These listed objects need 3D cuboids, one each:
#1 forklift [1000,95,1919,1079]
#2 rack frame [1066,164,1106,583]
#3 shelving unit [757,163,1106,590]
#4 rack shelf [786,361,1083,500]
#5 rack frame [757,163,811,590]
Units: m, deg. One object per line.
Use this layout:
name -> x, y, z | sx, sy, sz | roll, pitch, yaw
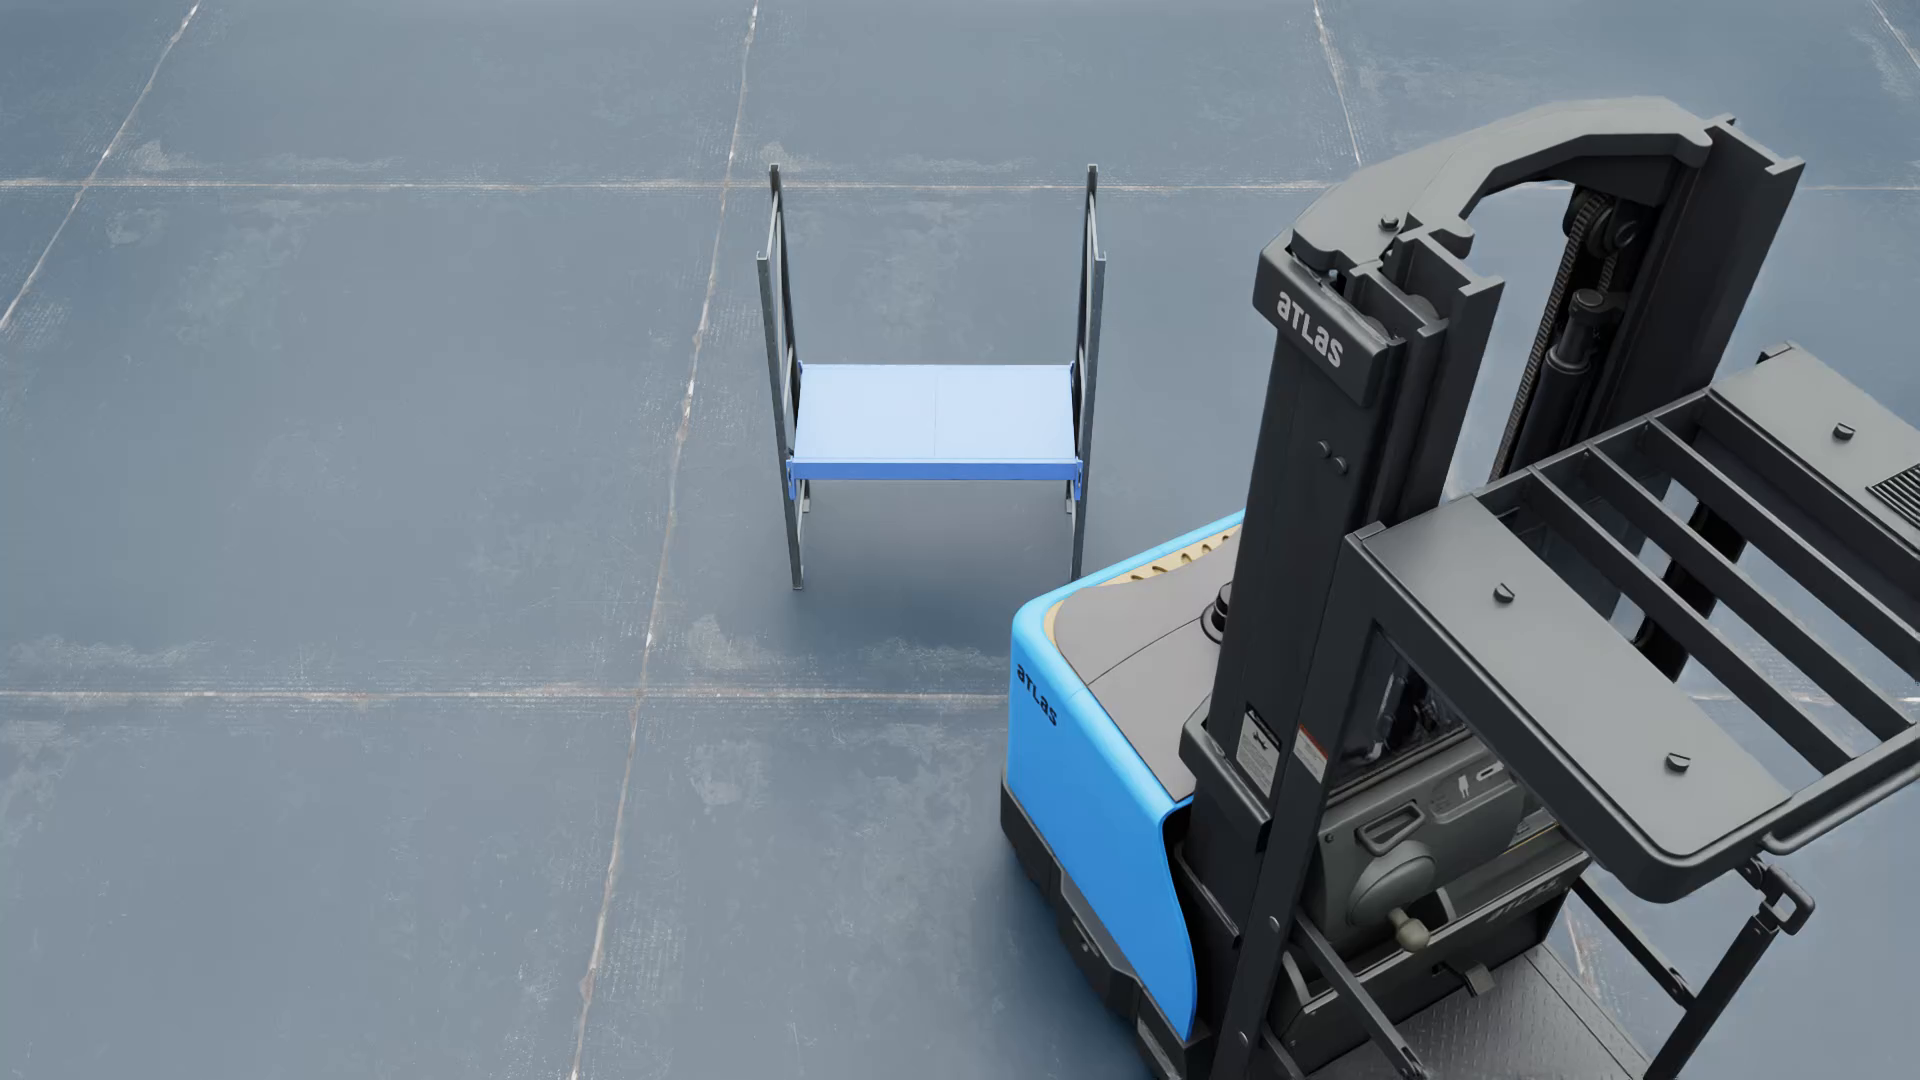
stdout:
forklift -> 1.282, 0.697, 3.599 | 1.130, 2.935, 3.031 | -22, 51, -19
rack frame -> 0.423, -0.510, 5.700 | 0.032, 1.500, 0.500 | 0, 47, 0
shelving unit -> -0.085, -0.511, 5.701 | 1.048, 1.500, 0.538 | 0, 47, 0
rack shelf -> -0.085, -0.389, 5.833 | 1.000, 0.185, 0.538 | 0, 47, 0
rack frame -> -0.594, -0.513, 5.703 | 0.032, 1.500, 0.500 | 0, 47, 0
